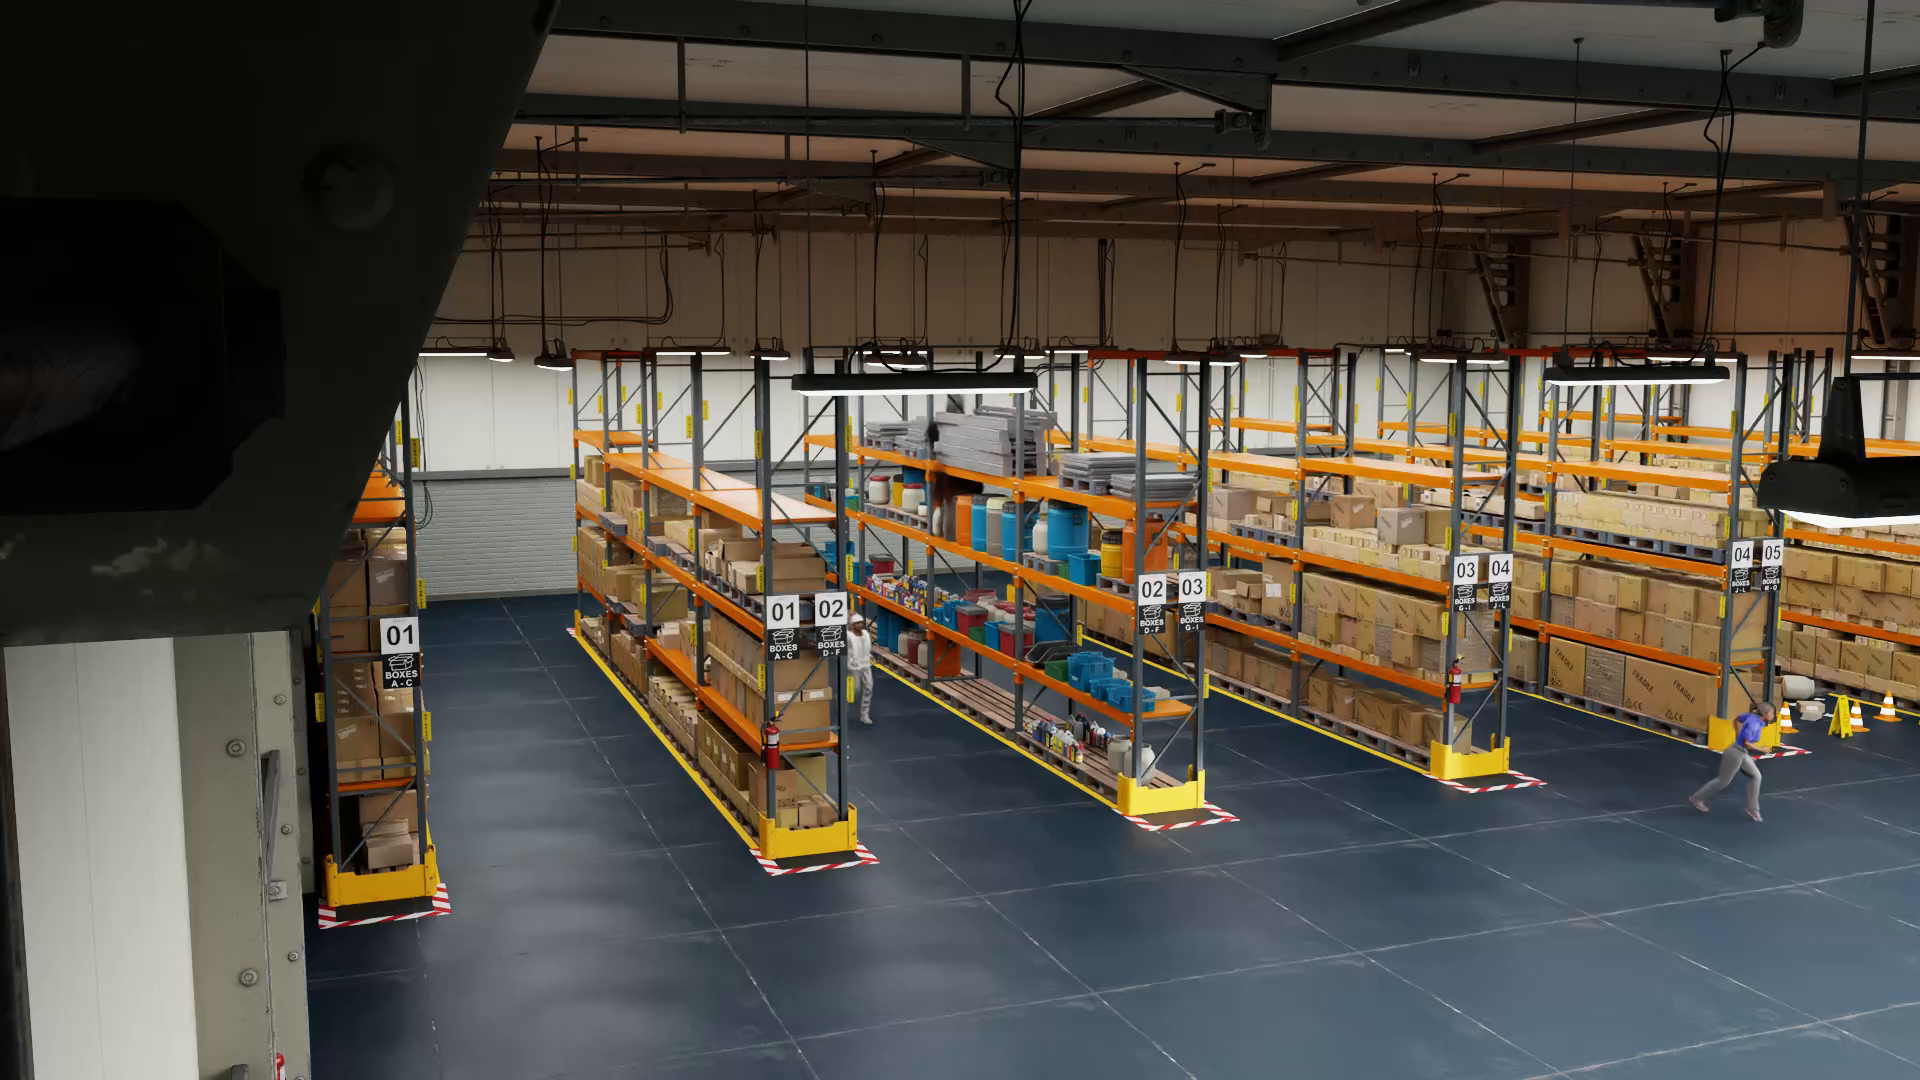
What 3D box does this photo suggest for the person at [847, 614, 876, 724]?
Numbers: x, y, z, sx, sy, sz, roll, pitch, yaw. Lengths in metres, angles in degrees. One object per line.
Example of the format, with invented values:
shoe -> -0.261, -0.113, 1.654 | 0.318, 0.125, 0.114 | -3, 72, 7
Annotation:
person -> -1.679, 2.089, 27.194 | 0.683, 1.765, 0.849 | -5, 9, -36

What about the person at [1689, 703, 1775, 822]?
person -> 10.097, 2.884, 21.778 | 0.961, 1.615, 0.618 | 3, 8, 25
